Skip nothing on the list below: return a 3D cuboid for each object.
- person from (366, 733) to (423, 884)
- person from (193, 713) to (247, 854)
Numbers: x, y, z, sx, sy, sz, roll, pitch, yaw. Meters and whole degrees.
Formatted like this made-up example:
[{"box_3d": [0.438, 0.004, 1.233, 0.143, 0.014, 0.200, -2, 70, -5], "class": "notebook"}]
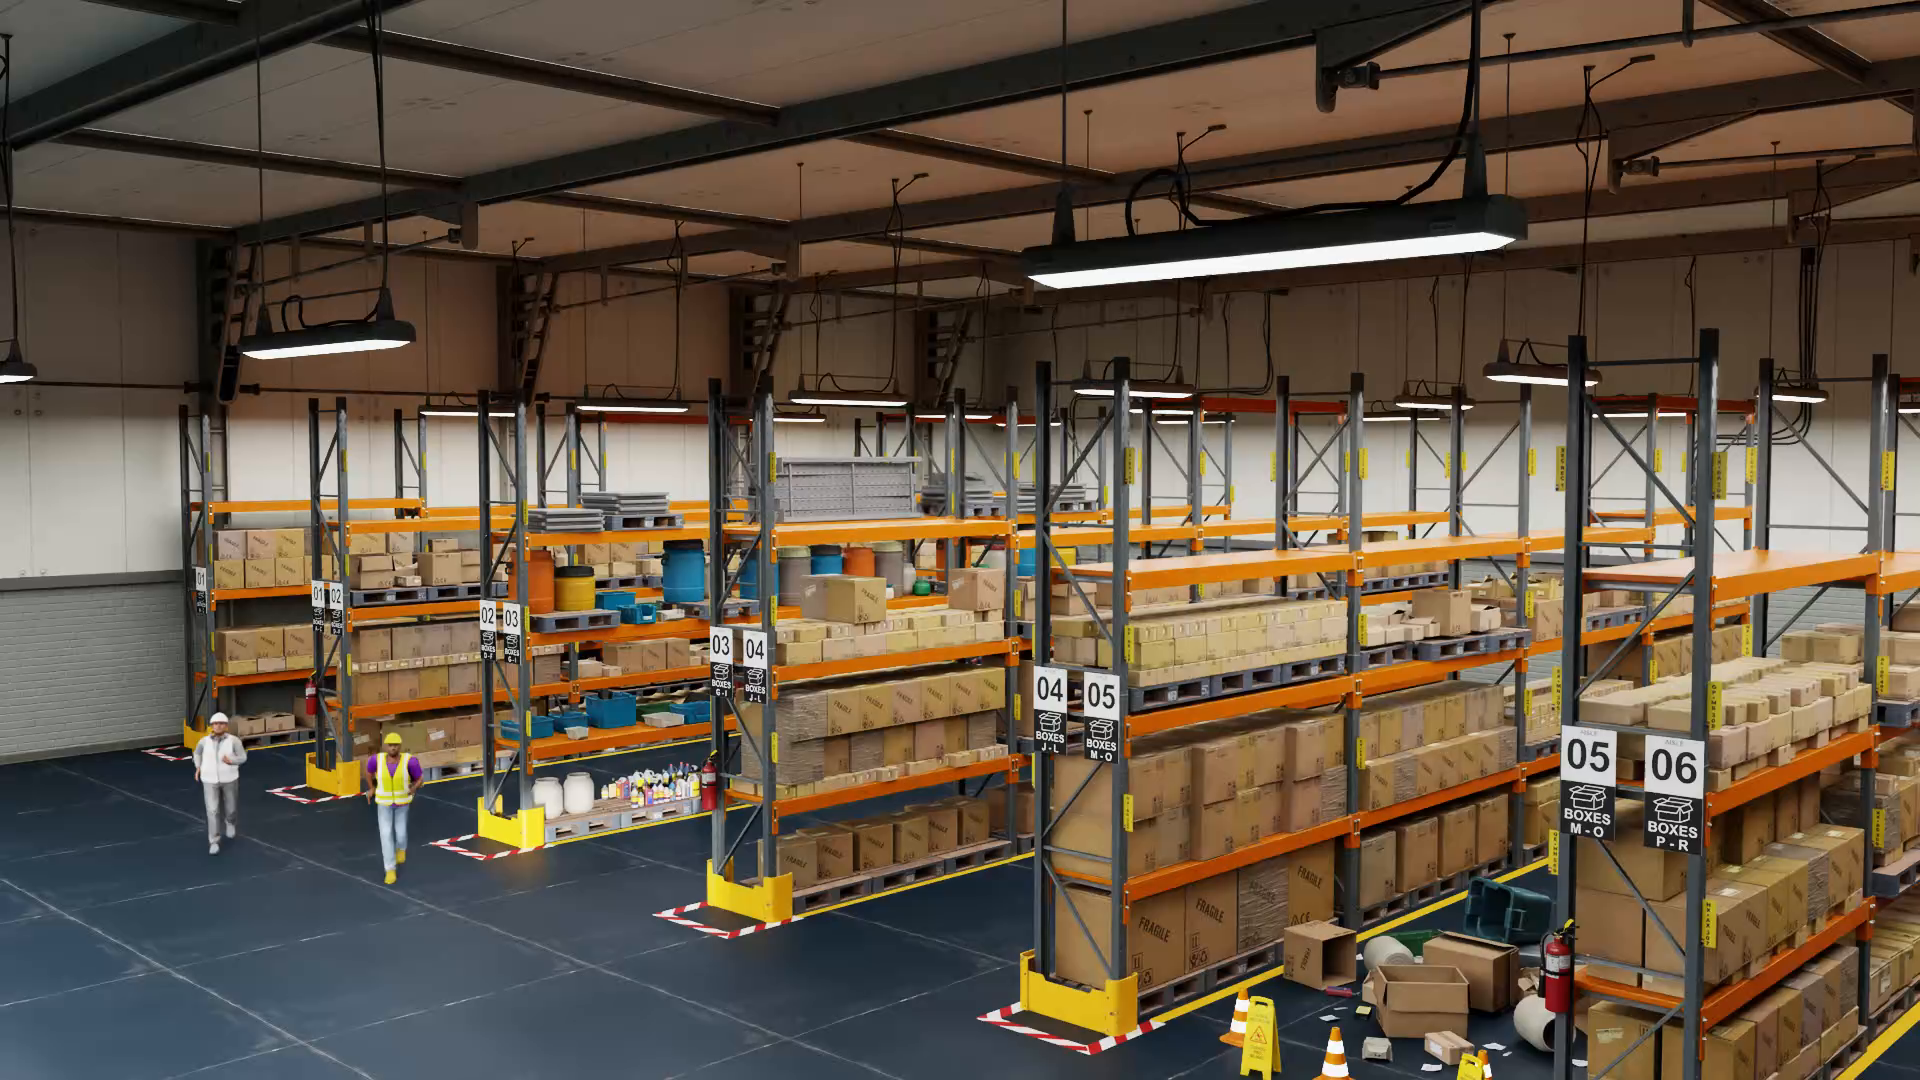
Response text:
[{"box_3d": [-6.901, 3.212, 20.305, 0.657, 1.762, 0.963, -1, 3, -18], "class": "person"}, {"box_3d": [-9.619, 3.119, 21.617, 0.659, 1.750, 0.968, -1, 3, -20], "class": "person"}]
